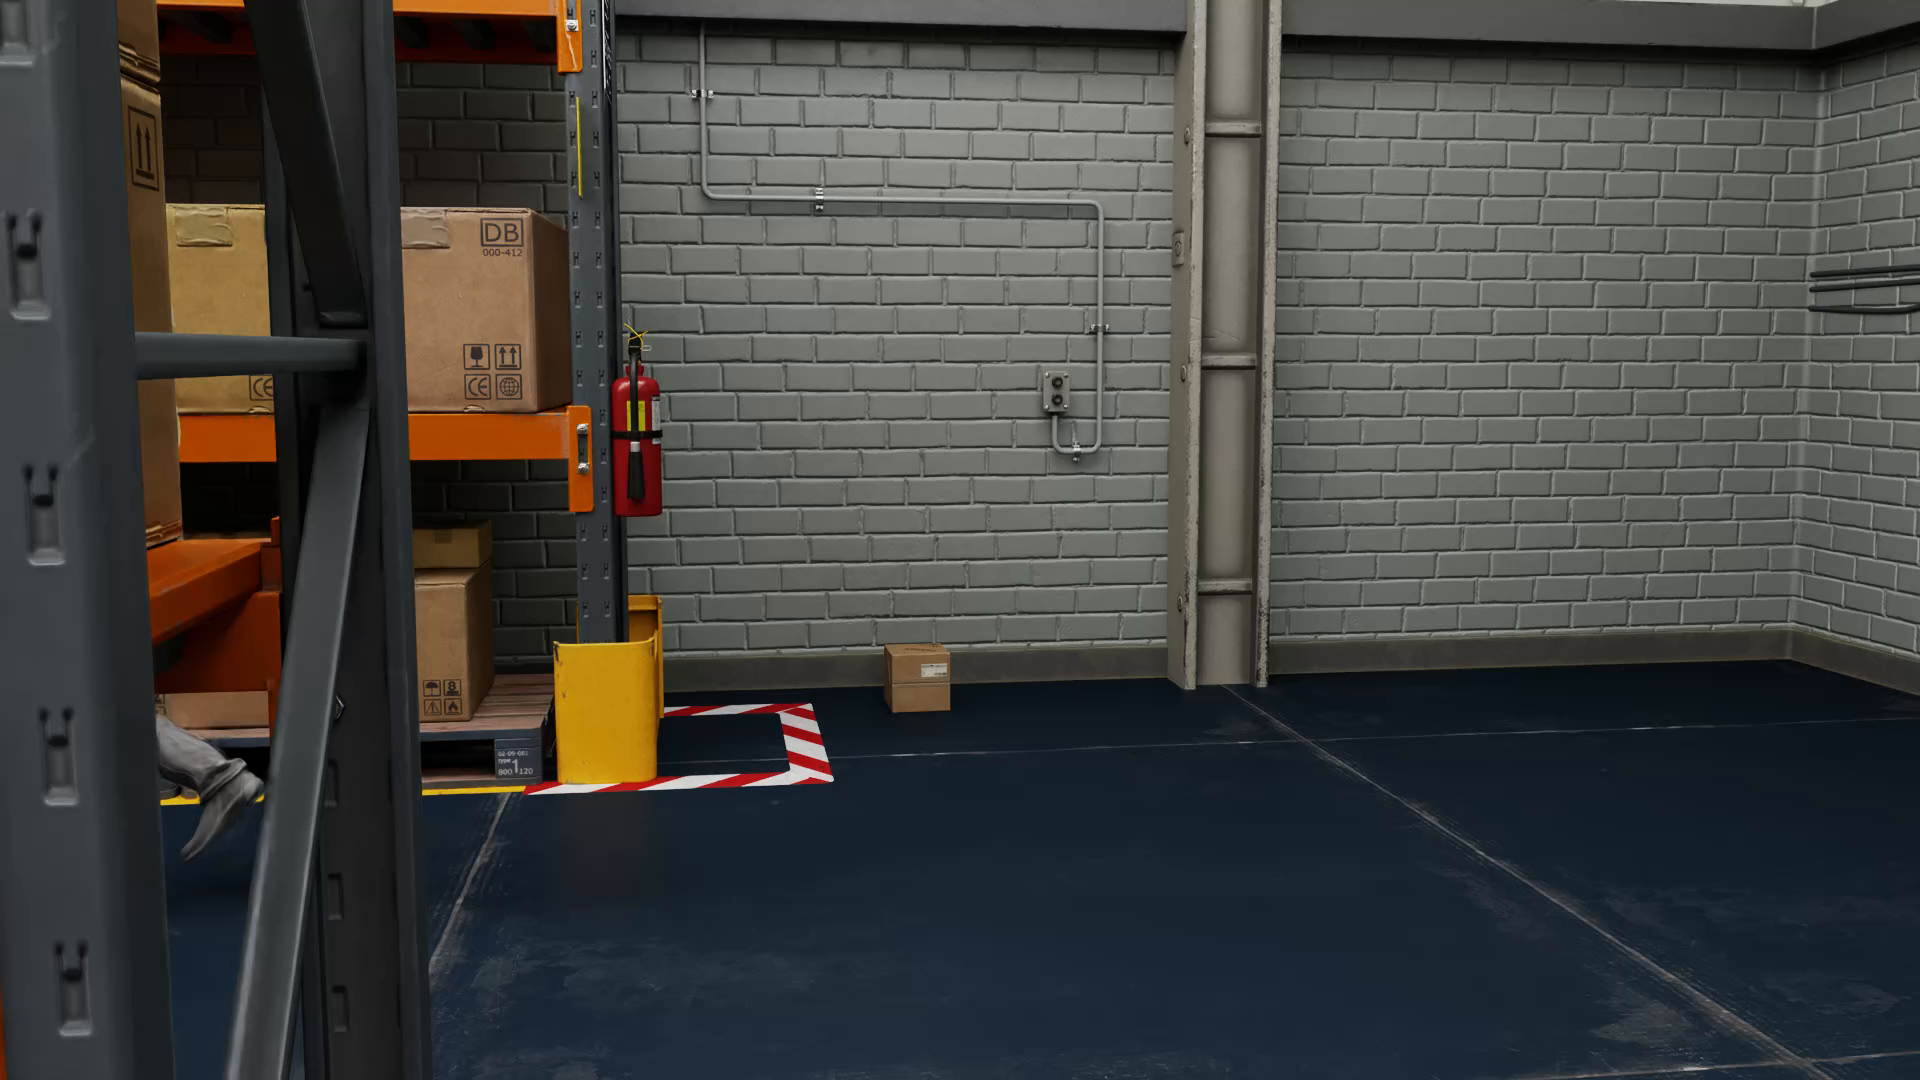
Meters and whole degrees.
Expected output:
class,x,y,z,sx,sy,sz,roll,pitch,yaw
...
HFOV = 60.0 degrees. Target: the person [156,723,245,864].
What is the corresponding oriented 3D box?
class,x,y,z,sx,sy,sz,roll,pitch,yaw
person,-2.402,0.110,4.539,0.780,1.746,0.597,-1,6,-5
